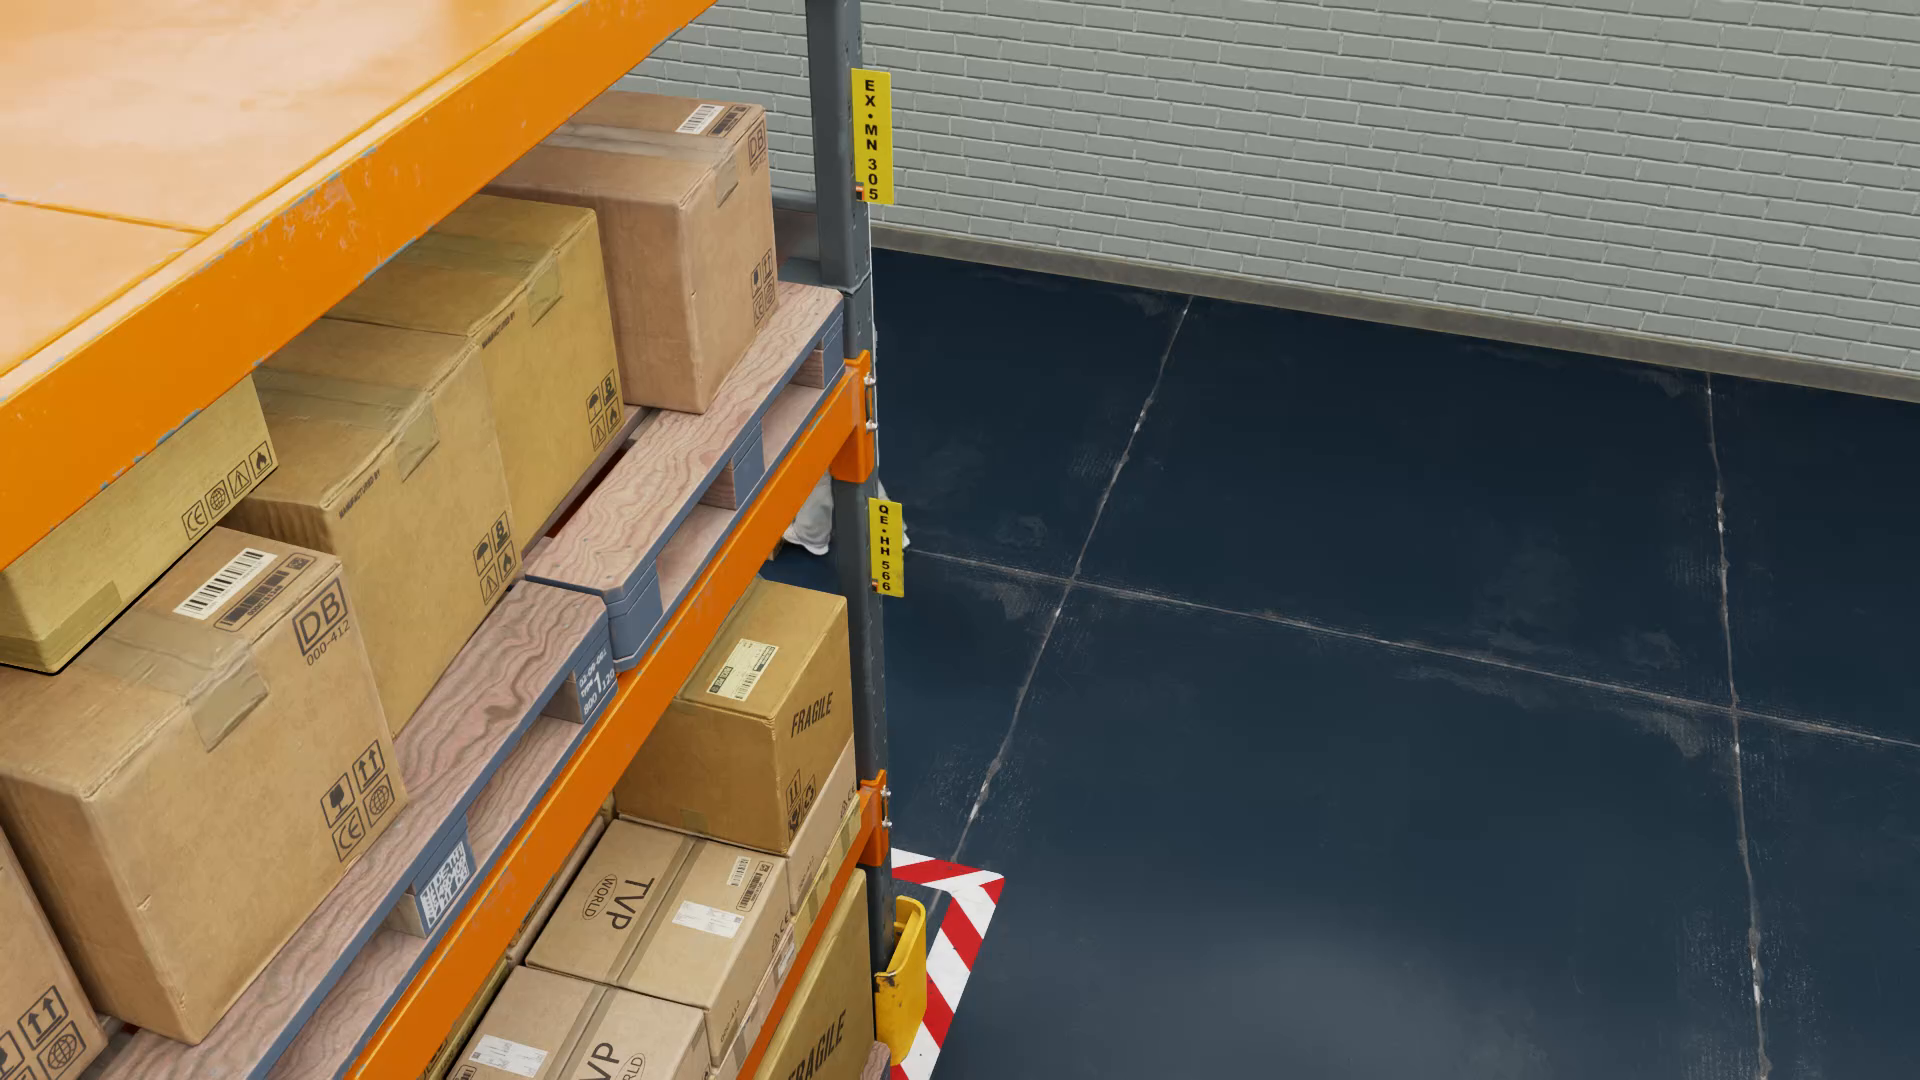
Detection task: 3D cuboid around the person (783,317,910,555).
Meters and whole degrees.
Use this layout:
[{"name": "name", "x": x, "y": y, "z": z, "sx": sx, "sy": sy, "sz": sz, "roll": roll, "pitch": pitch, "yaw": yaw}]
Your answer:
[{"name": "person", "x": -0.603, "y": -0.587, "z": 7.647, "sx": 0.700, "sy": 1.657, "sz": 0.460, "roll": 22, "pitch": 42, "yaw": 26}]
